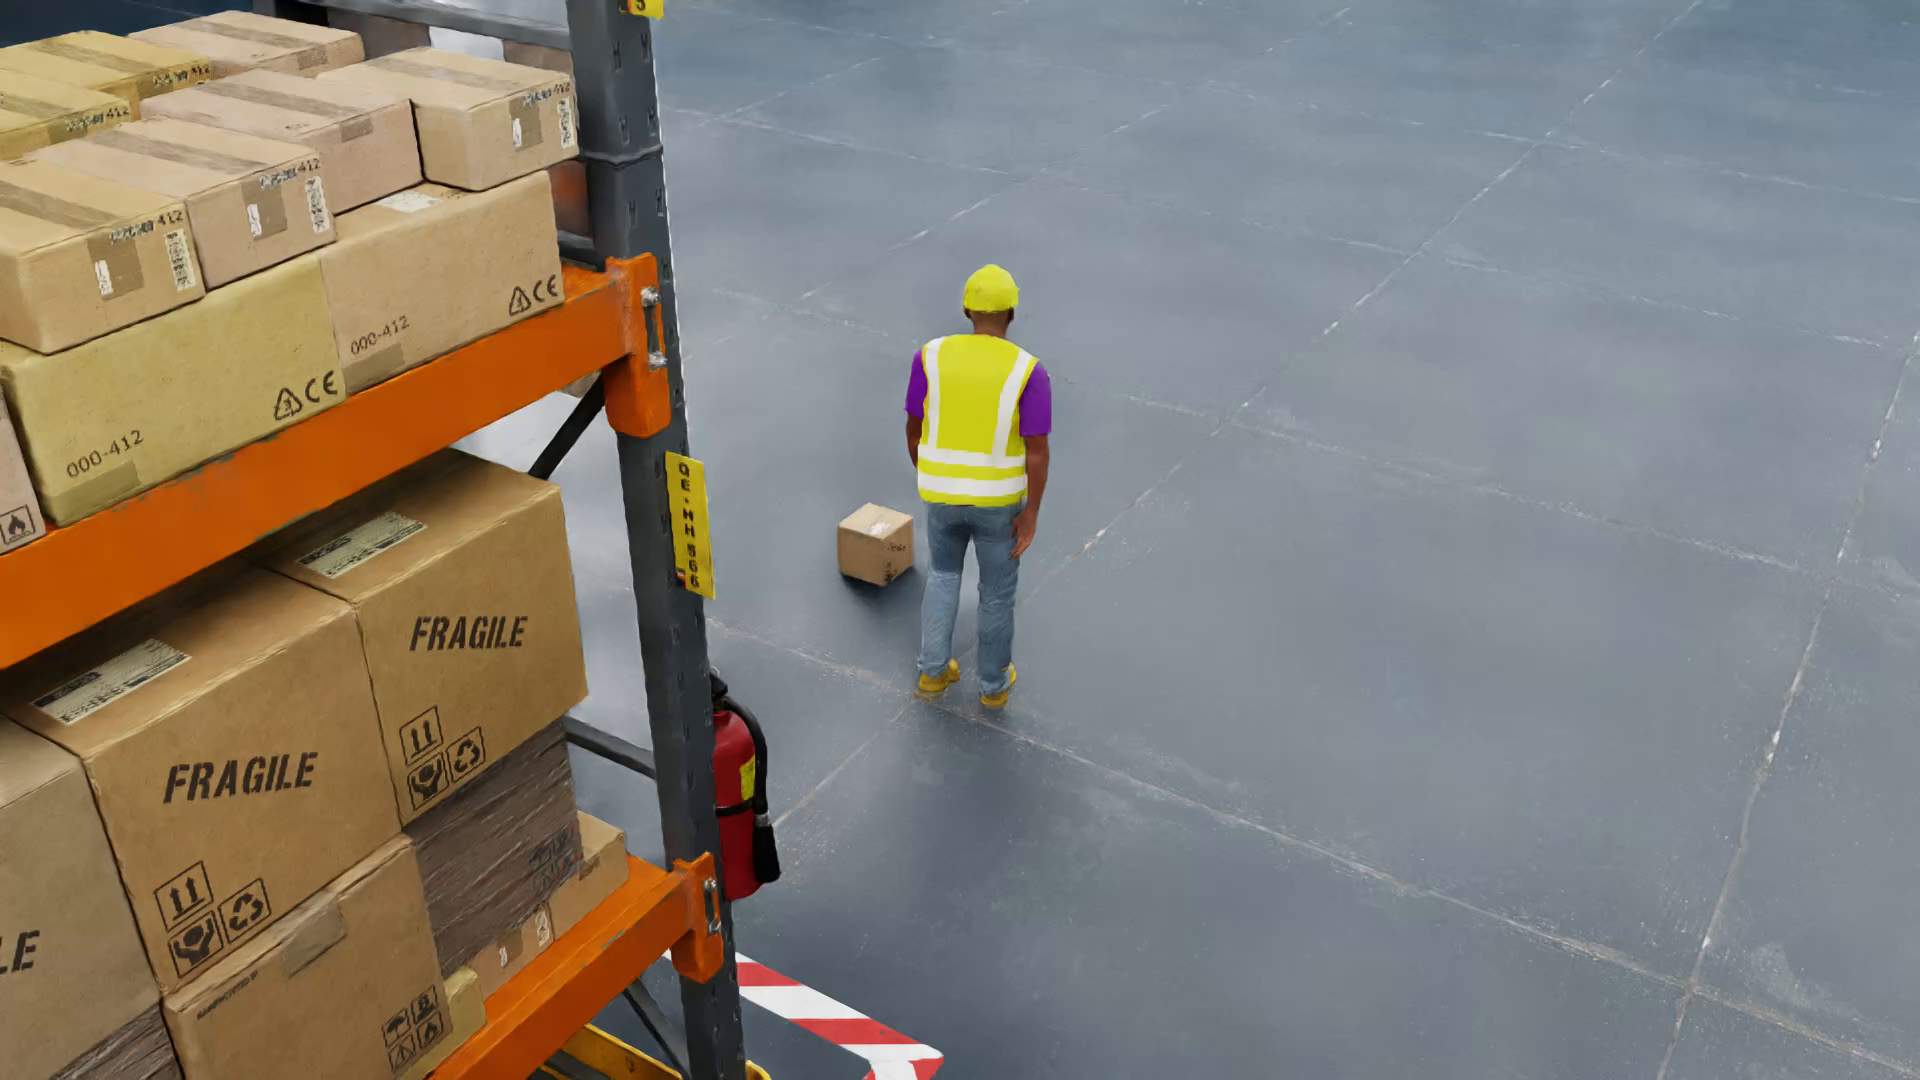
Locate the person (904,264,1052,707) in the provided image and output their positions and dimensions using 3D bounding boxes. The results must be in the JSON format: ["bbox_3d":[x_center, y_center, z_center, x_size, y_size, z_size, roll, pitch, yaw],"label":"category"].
[{"bbox_3d":[0.062,-0.172,6.416,0.577,1.739,0.679,7,31,12],"label":"person"}]
